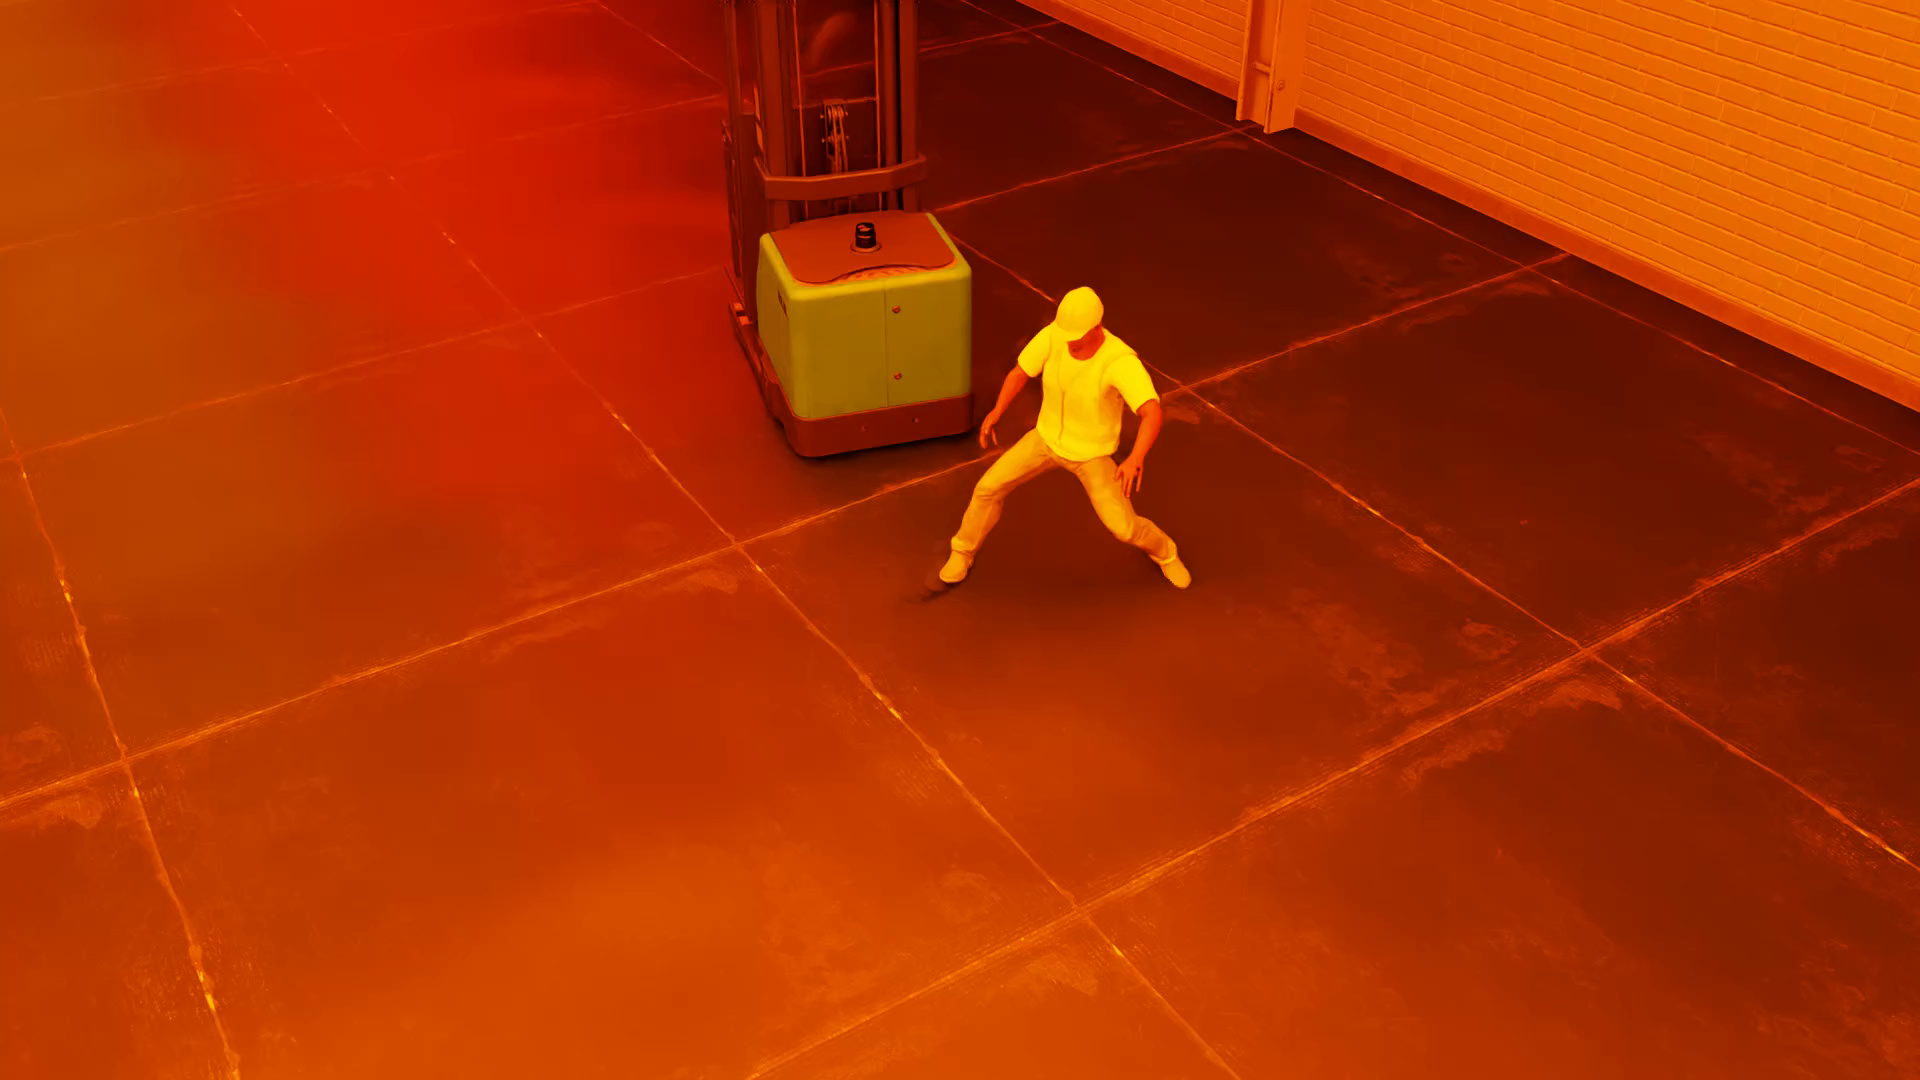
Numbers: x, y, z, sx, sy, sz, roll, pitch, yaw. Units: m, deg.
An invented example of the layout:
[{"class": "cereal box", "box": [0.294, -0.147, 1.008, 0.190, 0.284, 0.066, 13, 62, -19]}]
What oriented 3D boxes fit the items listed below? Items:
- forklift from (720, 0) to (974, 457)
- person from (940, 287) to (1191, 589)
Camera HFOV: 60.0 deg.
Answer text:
[{"class": "forklift", "box": [-0.844, -2.504, 9.711, 1.130, 2.935, 3.031, -10, 36, -14]}, {"class": "person", "box": [0.540, -0.443, 7.985, 1.055, 1.604, 0.969, 25, 42, 31]}]
